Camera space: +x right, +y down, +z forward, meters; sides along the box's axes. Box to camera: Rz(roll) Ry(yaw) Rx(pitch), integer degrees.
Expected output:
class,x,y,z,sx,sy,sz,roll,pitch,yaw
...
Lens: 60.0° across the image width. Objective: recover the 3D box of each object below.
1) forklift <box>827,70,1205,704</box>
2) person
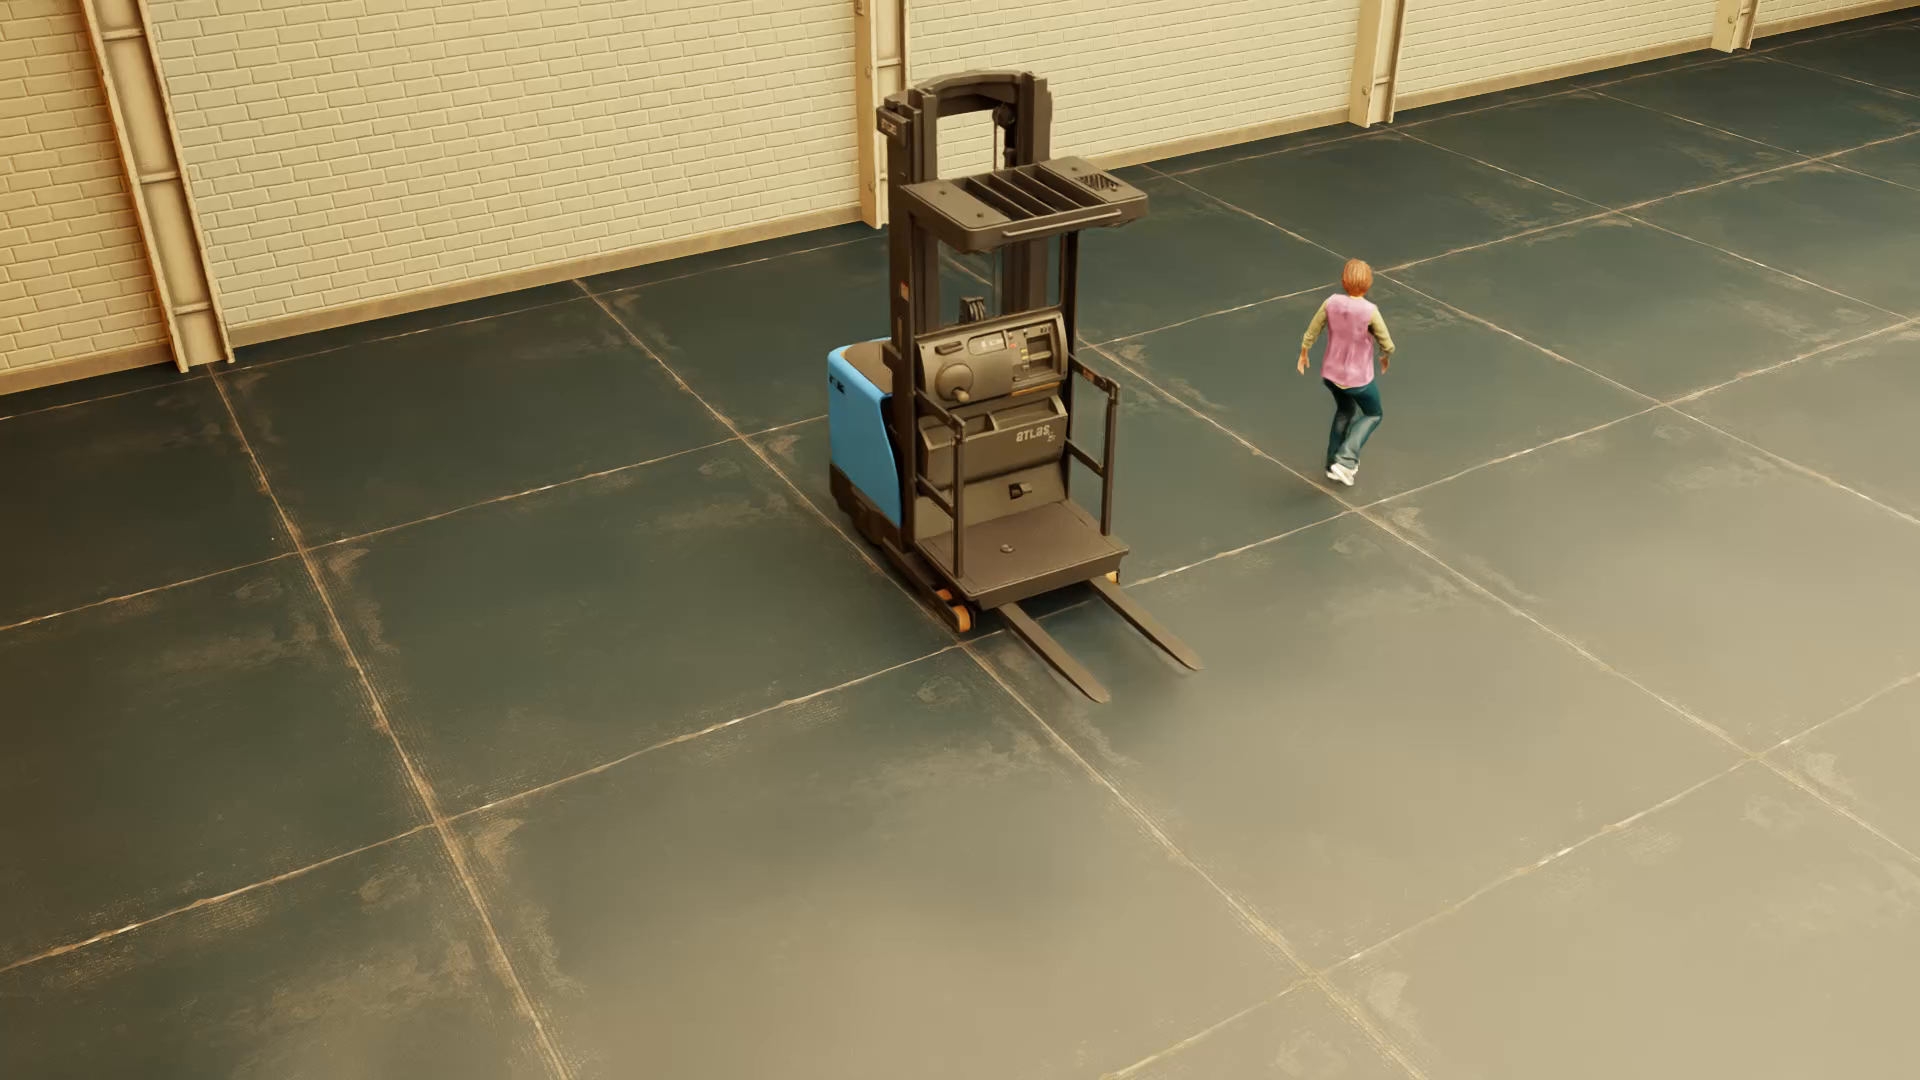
class,x,y,z,sx,sy,sz,roll,pitch,yaw
forklift,0.298,-0.982,9.288,1.130,2.935,3.031,-16,34,-24
person,2.515,-1.091,10.821,0.480,1.553,0.623,-25,39,-35
